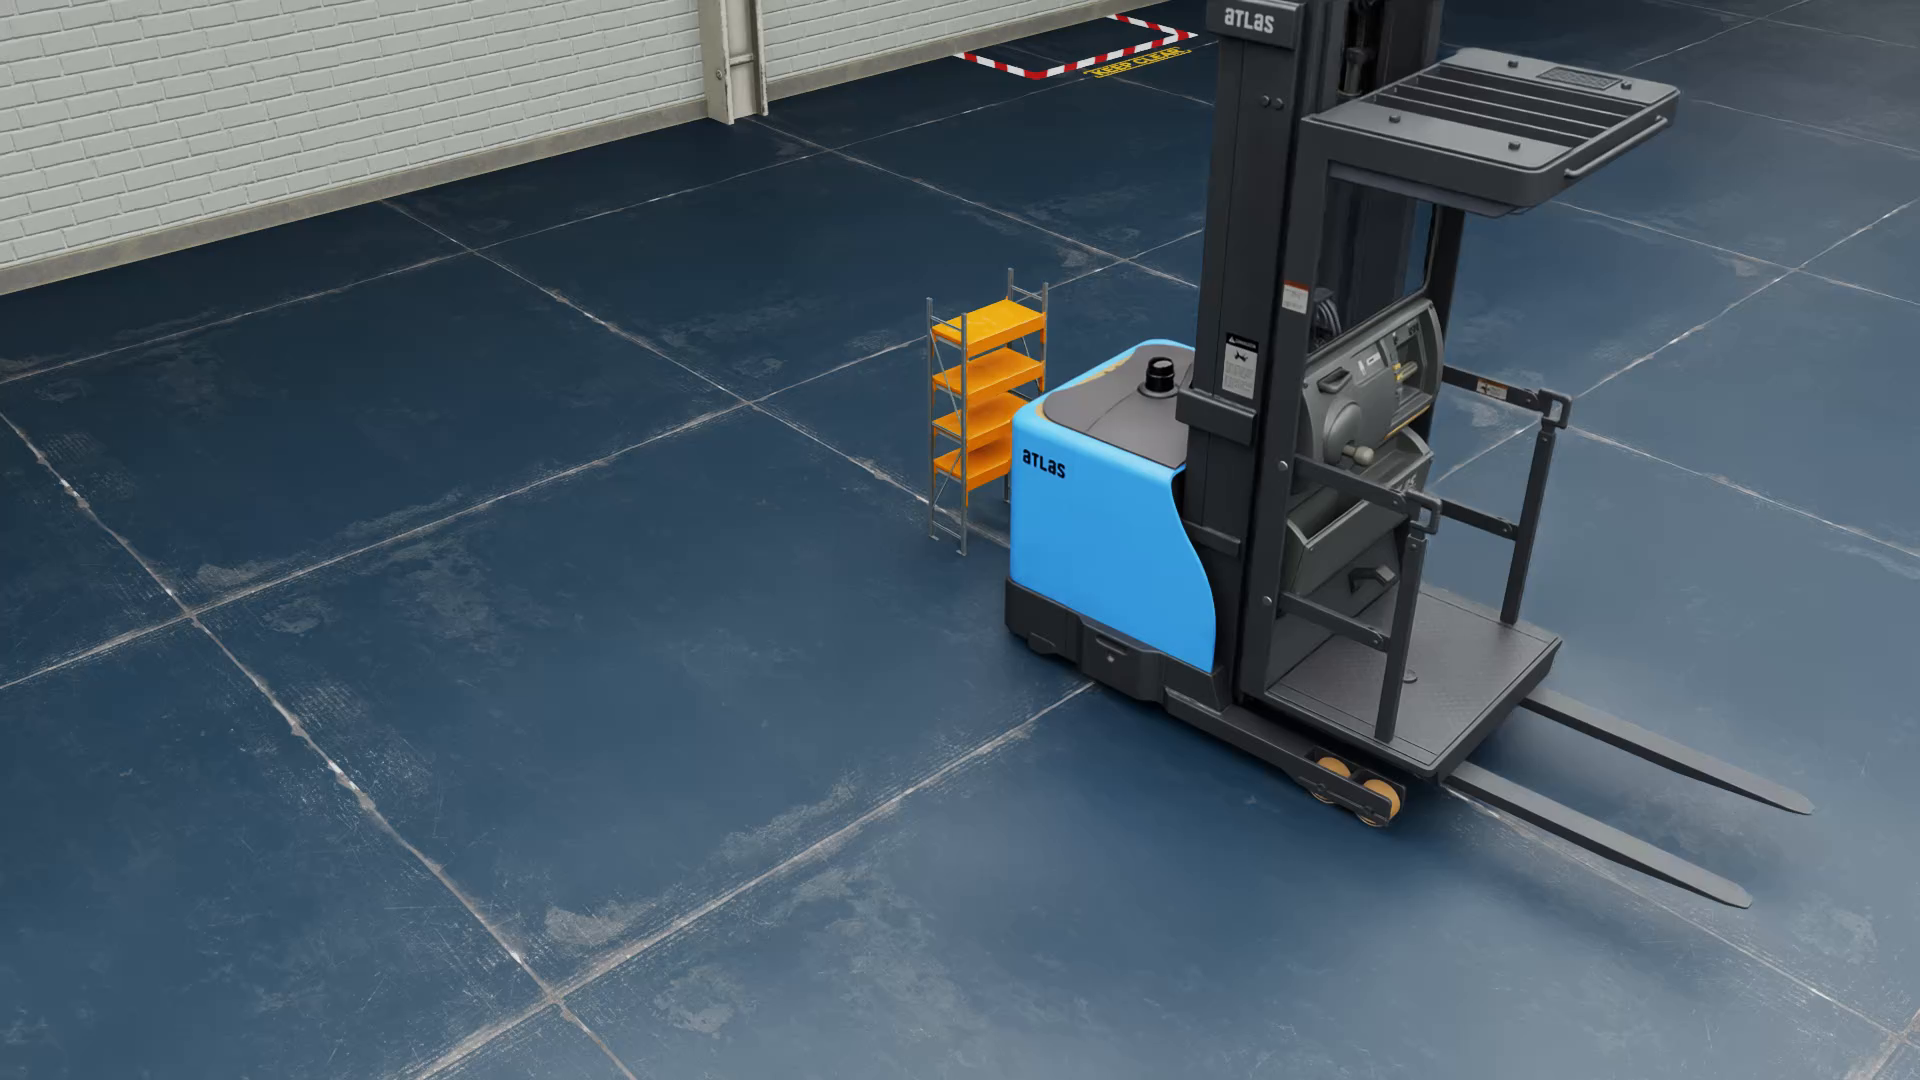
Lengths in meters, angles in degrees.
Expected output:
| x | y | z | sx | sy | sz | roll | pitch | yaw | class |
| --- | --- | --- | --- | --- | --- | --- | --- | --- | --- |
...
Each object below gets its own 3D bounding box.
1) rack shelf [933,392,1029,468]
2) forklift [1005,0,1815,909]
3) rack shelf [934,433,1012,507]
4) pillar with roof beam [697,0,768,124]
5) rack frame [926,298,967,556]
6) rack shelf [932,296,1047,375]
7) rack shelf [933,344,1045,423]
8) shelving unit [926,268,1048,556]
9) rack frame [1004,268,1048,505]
| x | y | z | sx | sy | sz | roll | pitch | yaw | class |
| --- | --- | --- | --- | --- | --- | --- | --- | --- | --- |
| 0.121 | -0.513 | 7.568 | 0.480 | 0.148 | 0.258 | -26 | 40 | -35 | rack shelf |
| 1.630 | -0.521 | 5.793 | 3.031 | 2.935 | 1.130 | 25 | 39 | 34 | forklift |
| 0.121 | -0.344 | 7.672 | 0.480 | 0.148 | 0.258 | -26 | 40 | -35 | rack shelf |
| 1.146 | -5.595 | 8.273 | 0.400 | 9.000 | 9.100 | -26 | 40 | -35 | pillar with roof beam |
| -0.058 | -0.484 | 7.391 | 0.015 | 1.200 | 0.240 | -26 | 40 | -35 | rack frame |
| 0.121 | -0.906 | 7.328 | 0.480 | 0.148 | 0.258 | -26 | 40 | -35 | rack shelf |
| 0.121 | -0.704 | 7.451 | 0.480 | 0.148 | 0.258 | -26 | 40 | -35 | rack shelf |
| 0.121 | -0.571 | 7.533 | 0.503 | 1.200 | 0.258 | -26 | 40 | -35 | shelving unit |
| 0.300 | -0.657 | 7.675 | 0.015 | 1.200 | 0.240 | -26 | 40 | -35 | rack frame |
